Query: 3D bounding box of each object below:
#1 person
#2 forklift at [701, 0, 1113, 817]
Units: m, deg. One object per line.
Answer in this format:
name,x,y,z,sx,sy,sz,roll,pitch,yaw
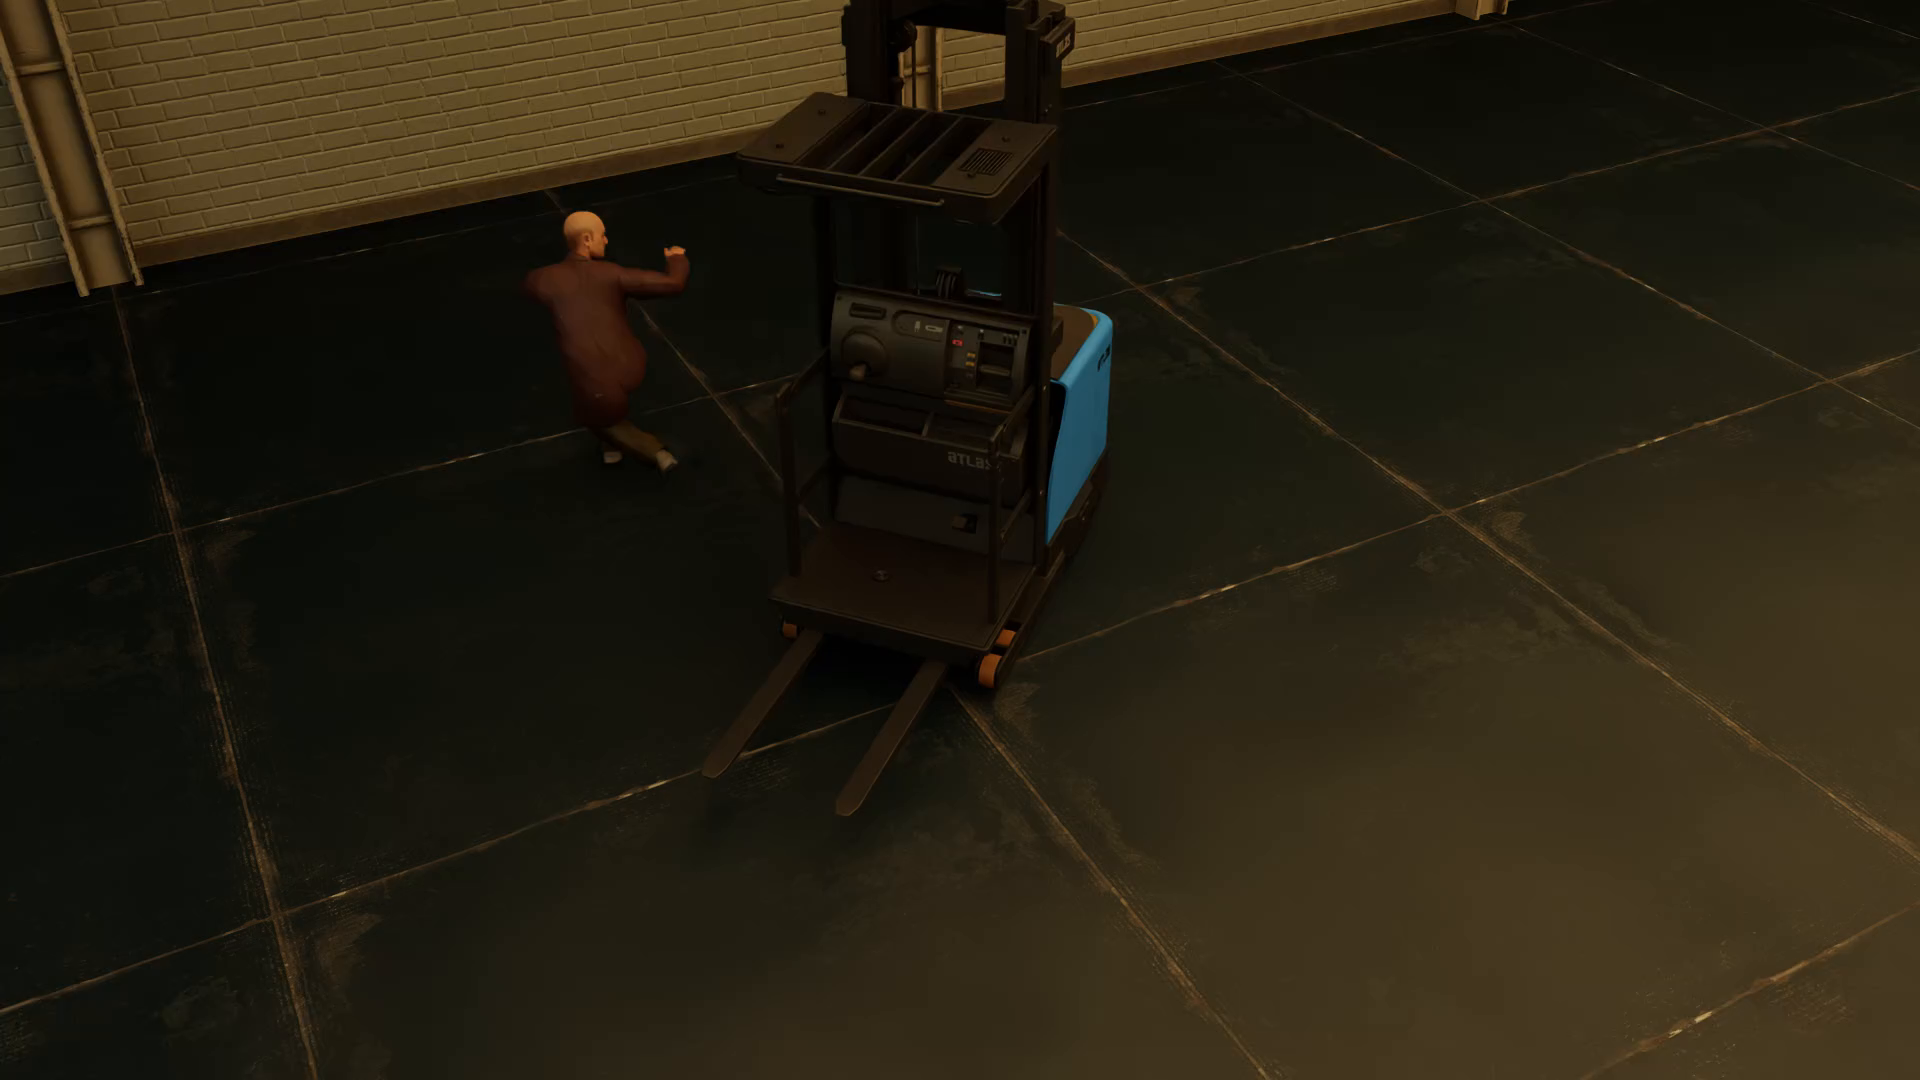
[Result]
person,-1.850,-1.085,8.920,0.875,1.522,1.185,-16,38,-21
forklift,-0.215,-0.783,7.231,1.130,2.935,3.031,13,37,17
